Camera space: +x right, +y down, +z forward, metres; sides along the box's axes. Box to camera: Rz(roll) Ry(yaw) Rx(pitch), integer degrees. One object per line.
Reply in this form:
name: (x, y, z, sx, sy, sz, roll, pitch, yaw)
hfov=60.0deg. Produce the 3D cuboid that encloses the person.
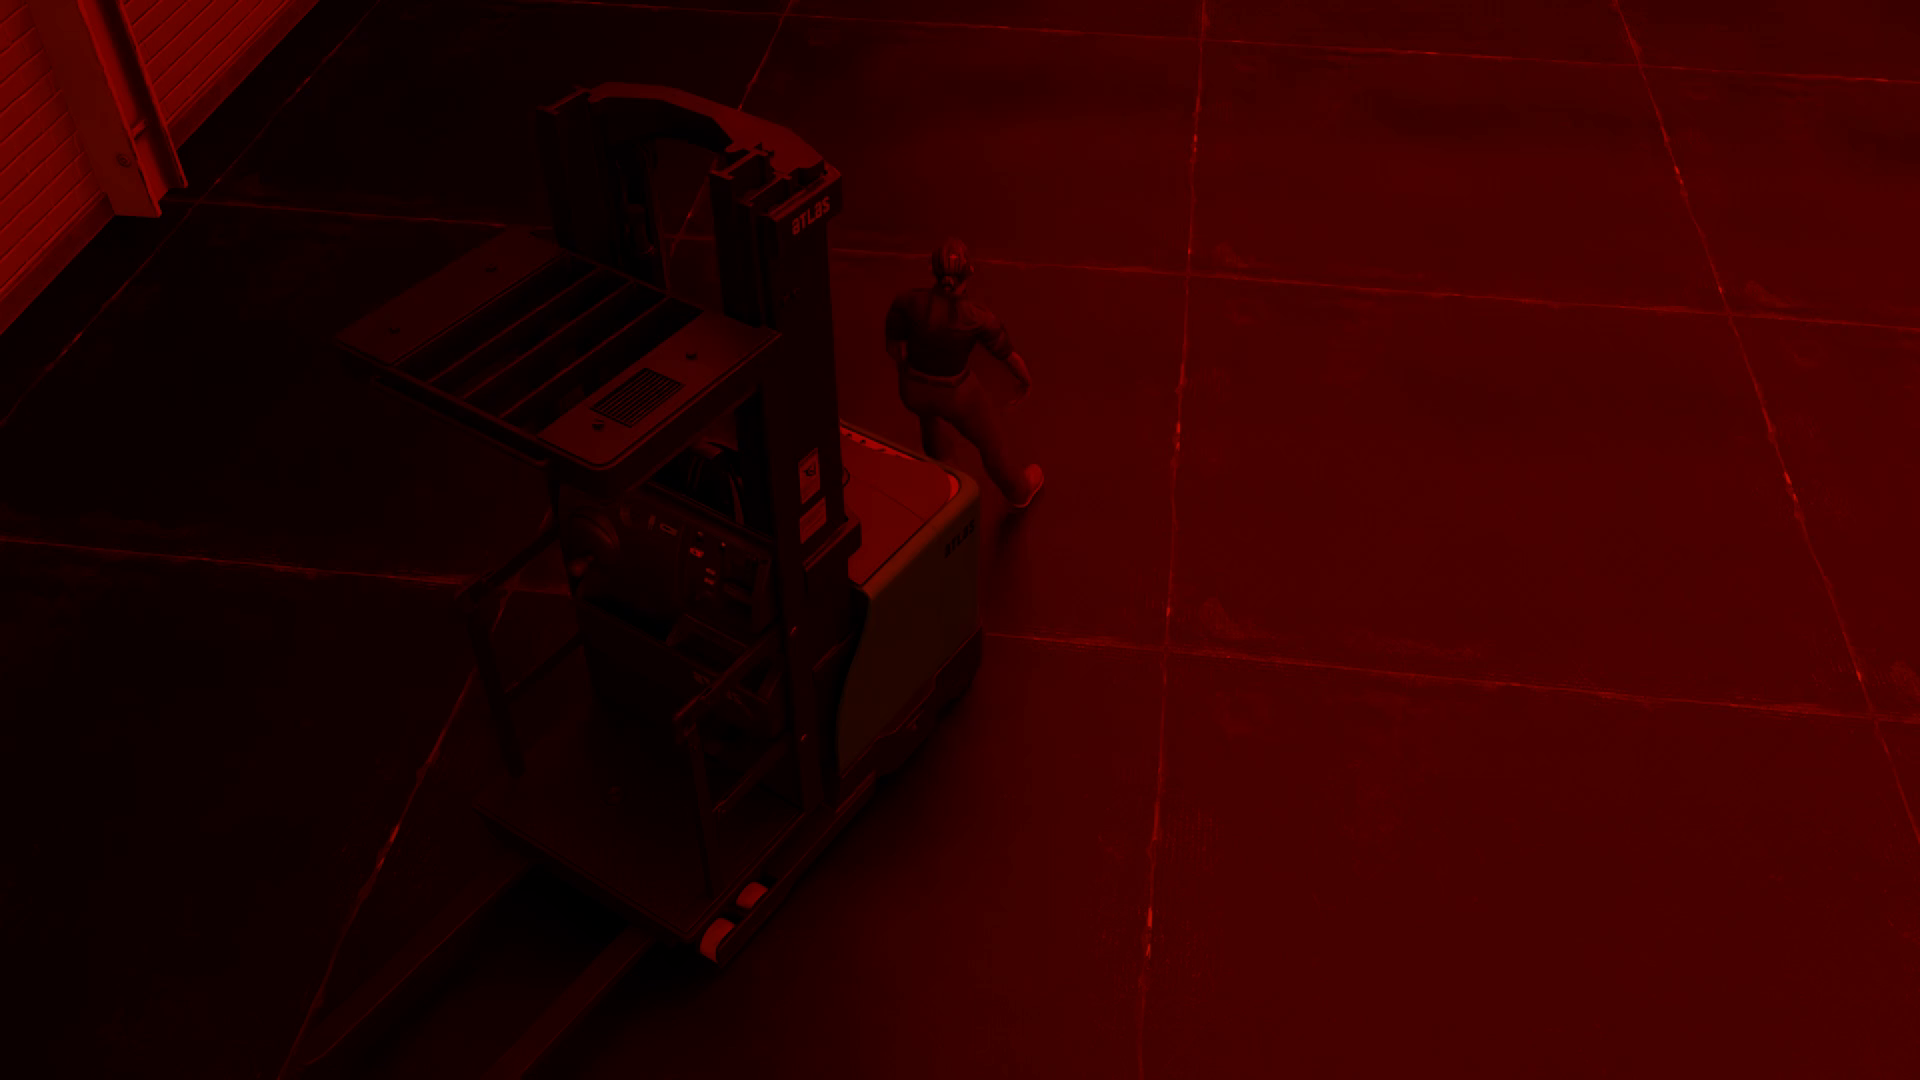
person: (0.027, -0.771, 7.566, 0.650, 1.583, 0.637, 13, 44, 13)

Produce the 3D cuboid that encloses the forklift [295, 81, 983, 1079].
forklift: (-1.141, 0.118, 5.596, 1.130, 2.935, 3.031, 24, 48, 24)
